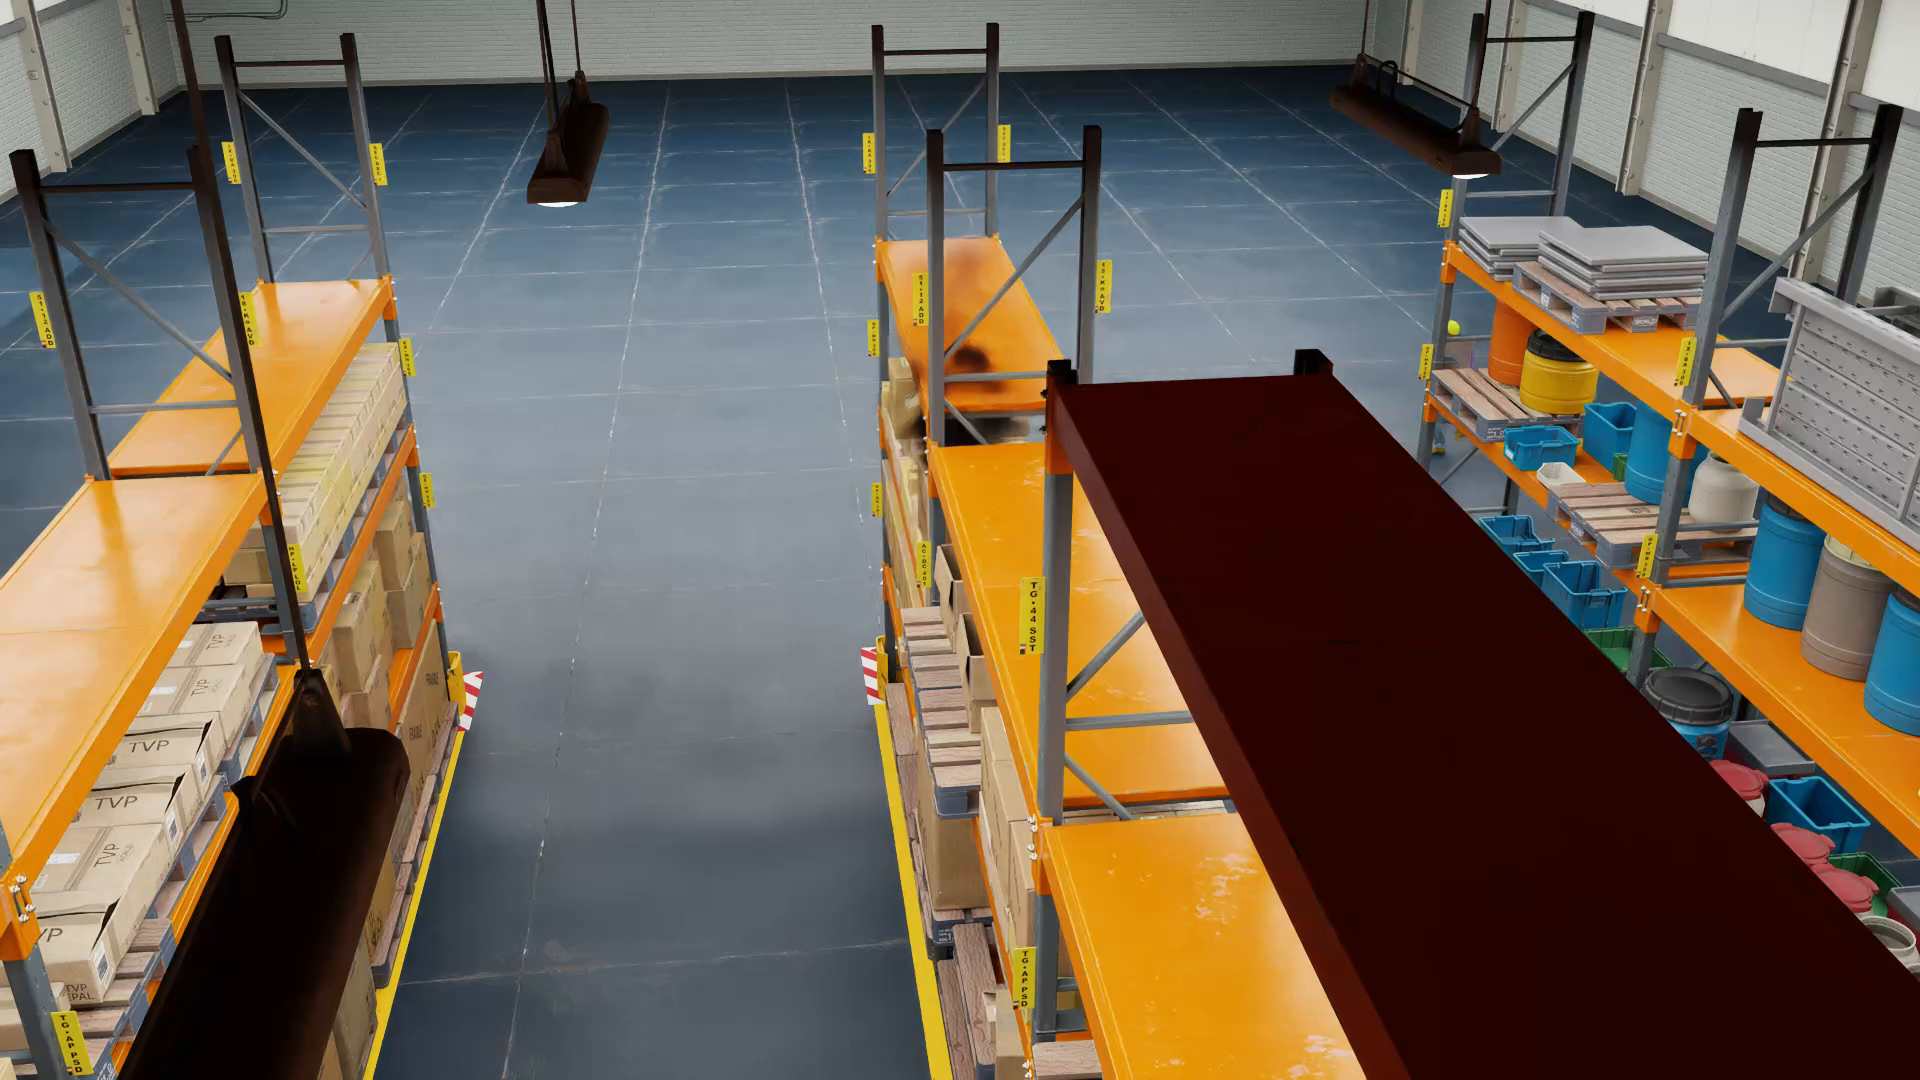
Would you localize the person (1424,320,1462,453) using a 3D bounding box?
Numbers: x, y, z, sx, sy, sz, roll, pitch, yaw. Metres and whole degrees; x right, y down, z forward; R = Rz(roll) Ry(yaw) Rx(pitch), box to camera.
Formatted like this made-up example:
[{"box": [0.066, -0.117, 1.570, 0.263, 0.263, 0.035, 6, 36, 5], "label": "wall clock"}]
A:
[{"box": [6.021, -1.875, 20.468, 0.620, 1.710, 0.689, 5, 26, 11], "label": "person"}]
